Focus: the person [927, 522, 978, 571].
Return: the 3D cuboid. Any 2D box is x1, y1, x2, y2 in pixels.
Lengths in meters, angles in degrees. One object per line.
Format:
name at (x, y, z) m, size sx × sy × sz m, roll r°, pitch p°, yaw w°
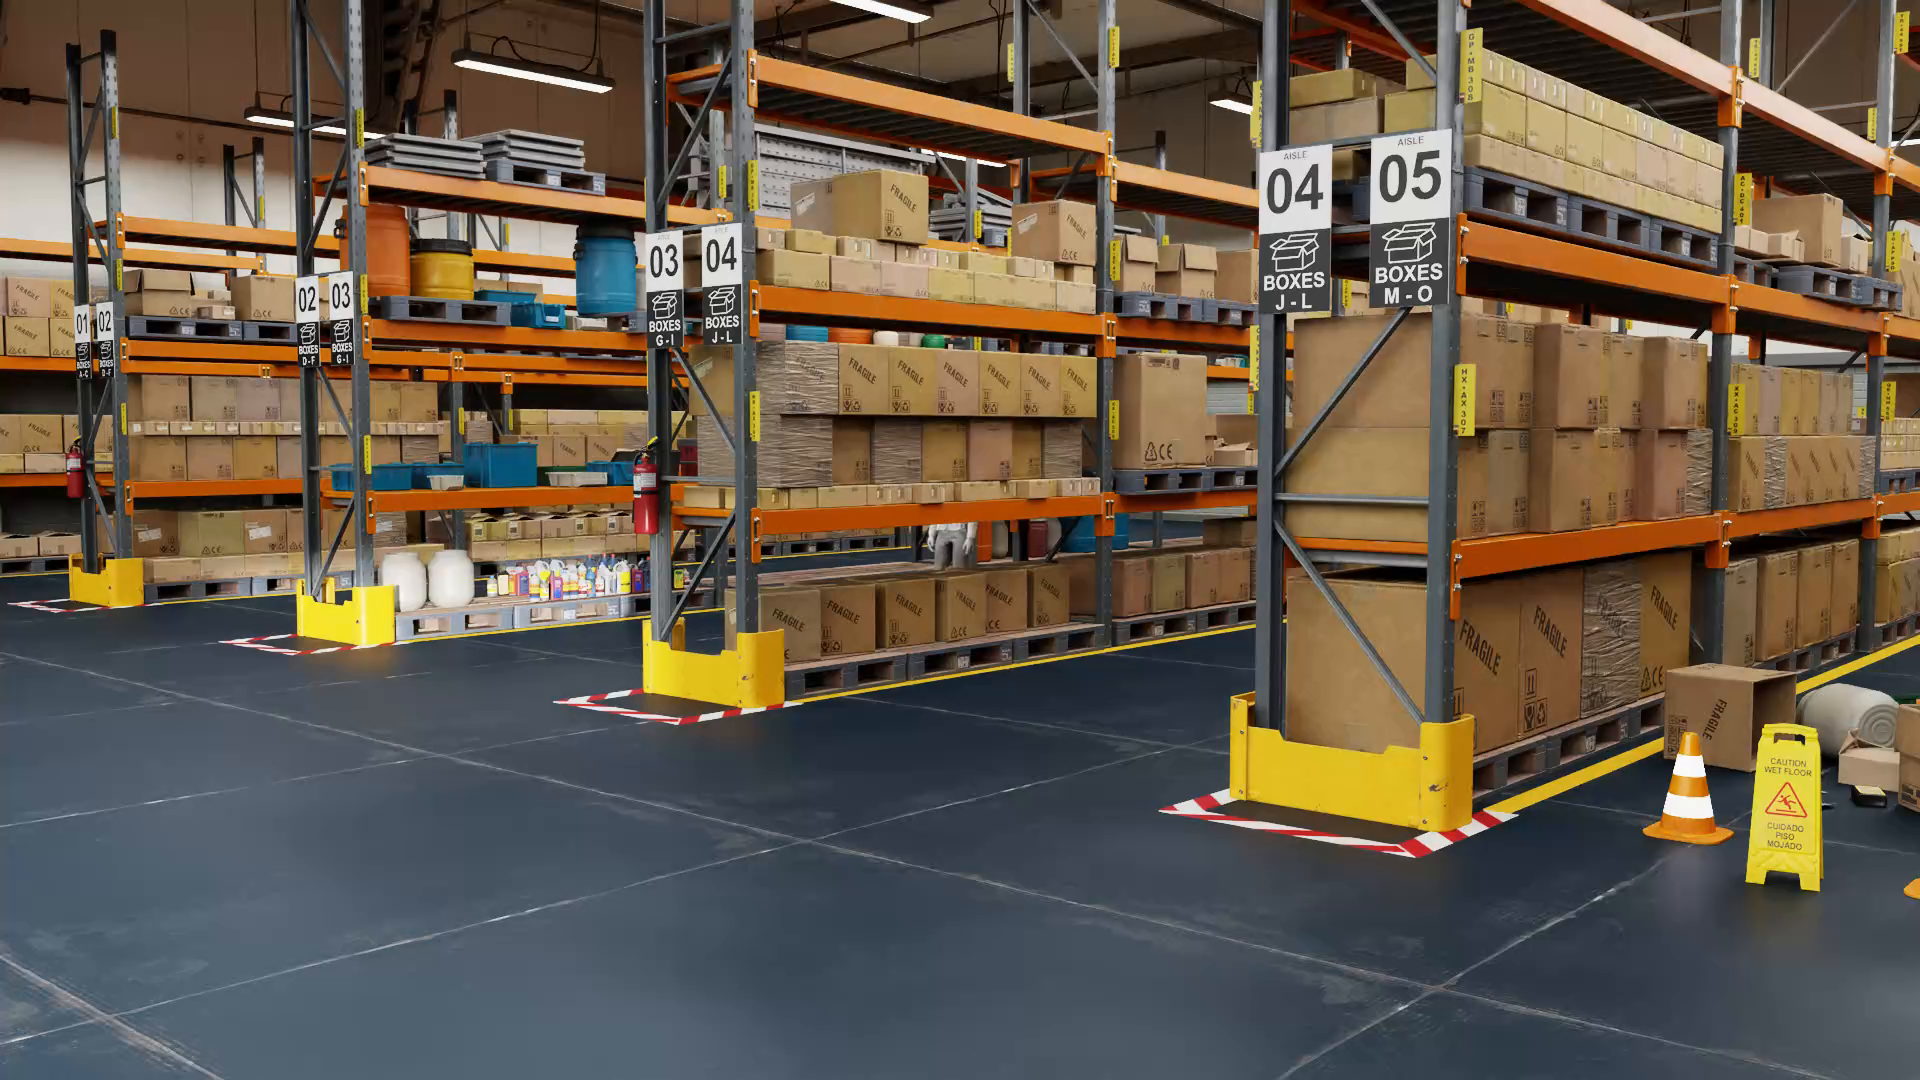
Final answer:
person at (-0.067, -0.014, 15.660) m, size 0.546 × 1.667 × 0.369 m, roll 3°, pitch 5°, yaw 38°
